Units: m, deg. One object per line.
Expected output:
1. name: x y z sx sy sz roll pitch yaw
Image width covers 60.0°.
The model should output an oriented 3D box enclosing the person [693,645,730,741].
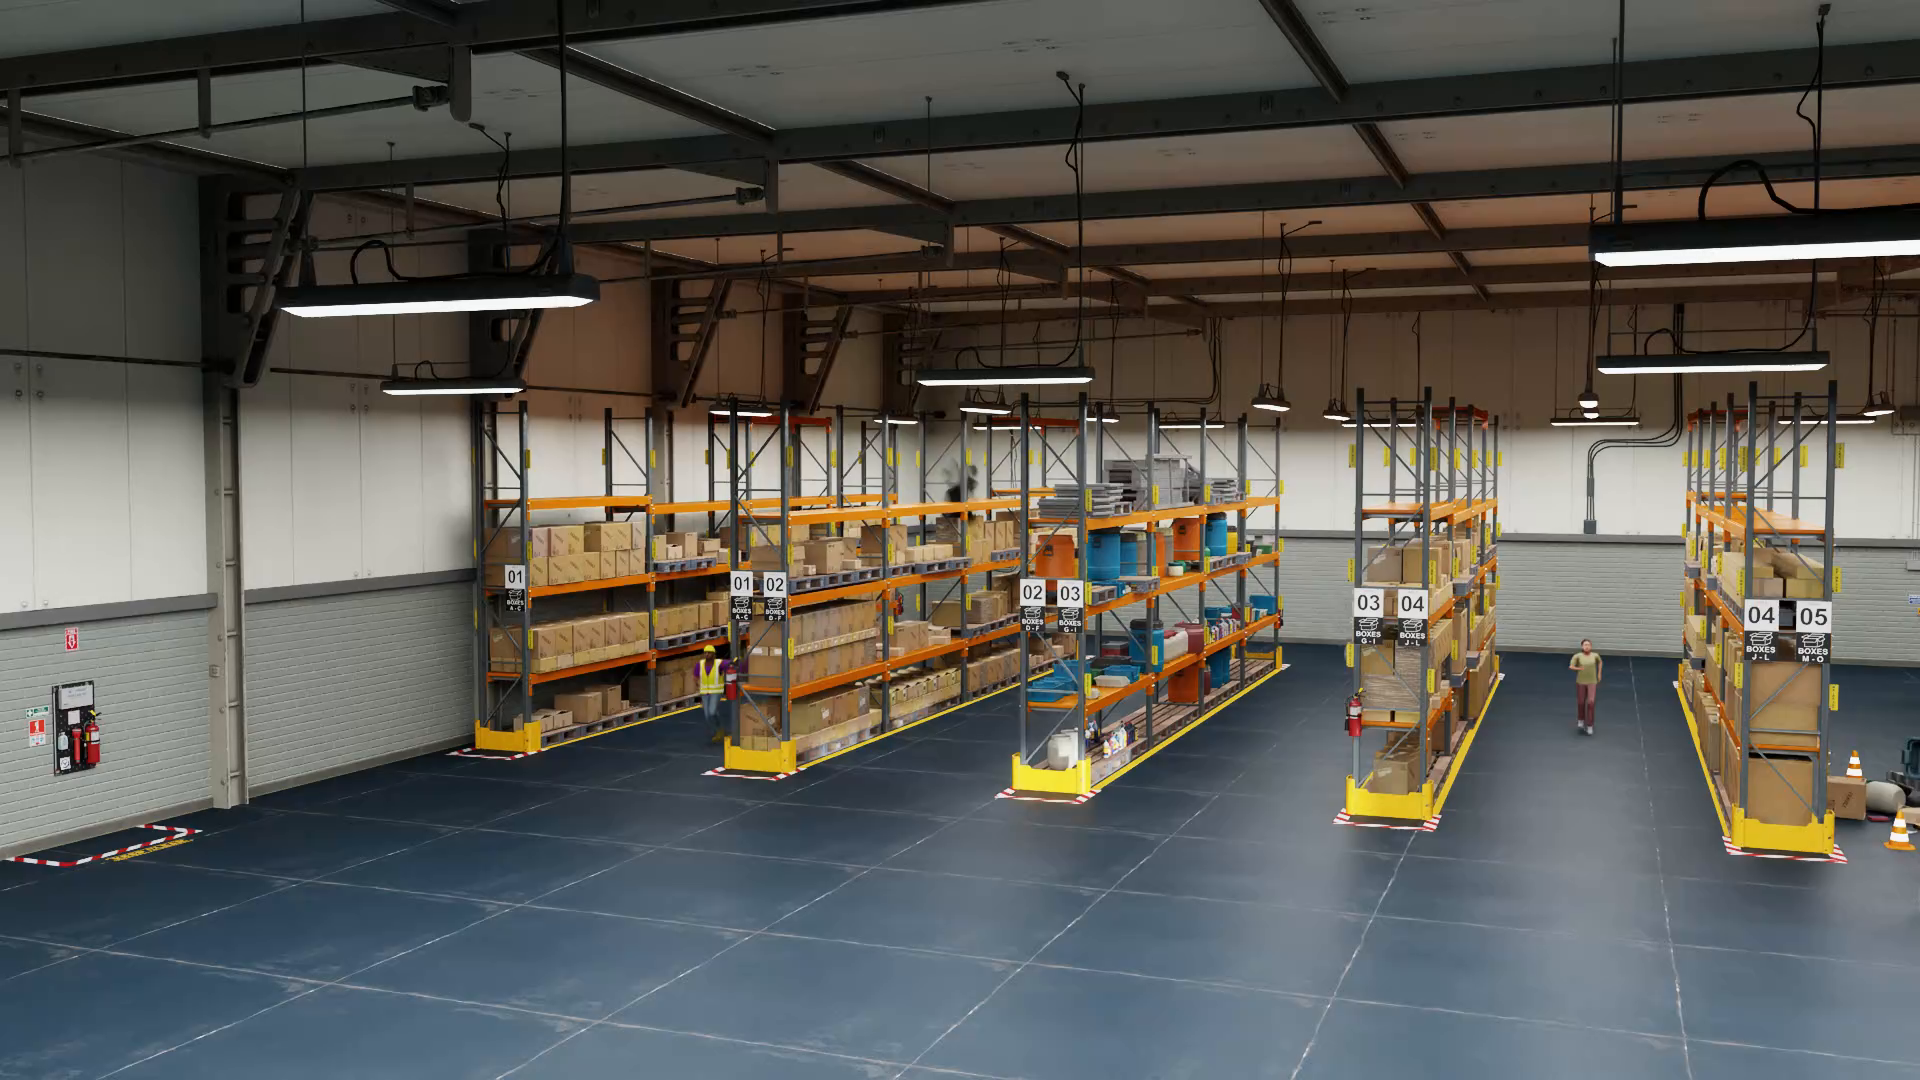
1. person: -4.381 2.703 29.268 0.694 1.715 0.650 1 3 15

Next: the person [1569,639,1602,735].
1. person: 11.486 2.667 30.545 0.576 1.721 0.823 1 3 18
